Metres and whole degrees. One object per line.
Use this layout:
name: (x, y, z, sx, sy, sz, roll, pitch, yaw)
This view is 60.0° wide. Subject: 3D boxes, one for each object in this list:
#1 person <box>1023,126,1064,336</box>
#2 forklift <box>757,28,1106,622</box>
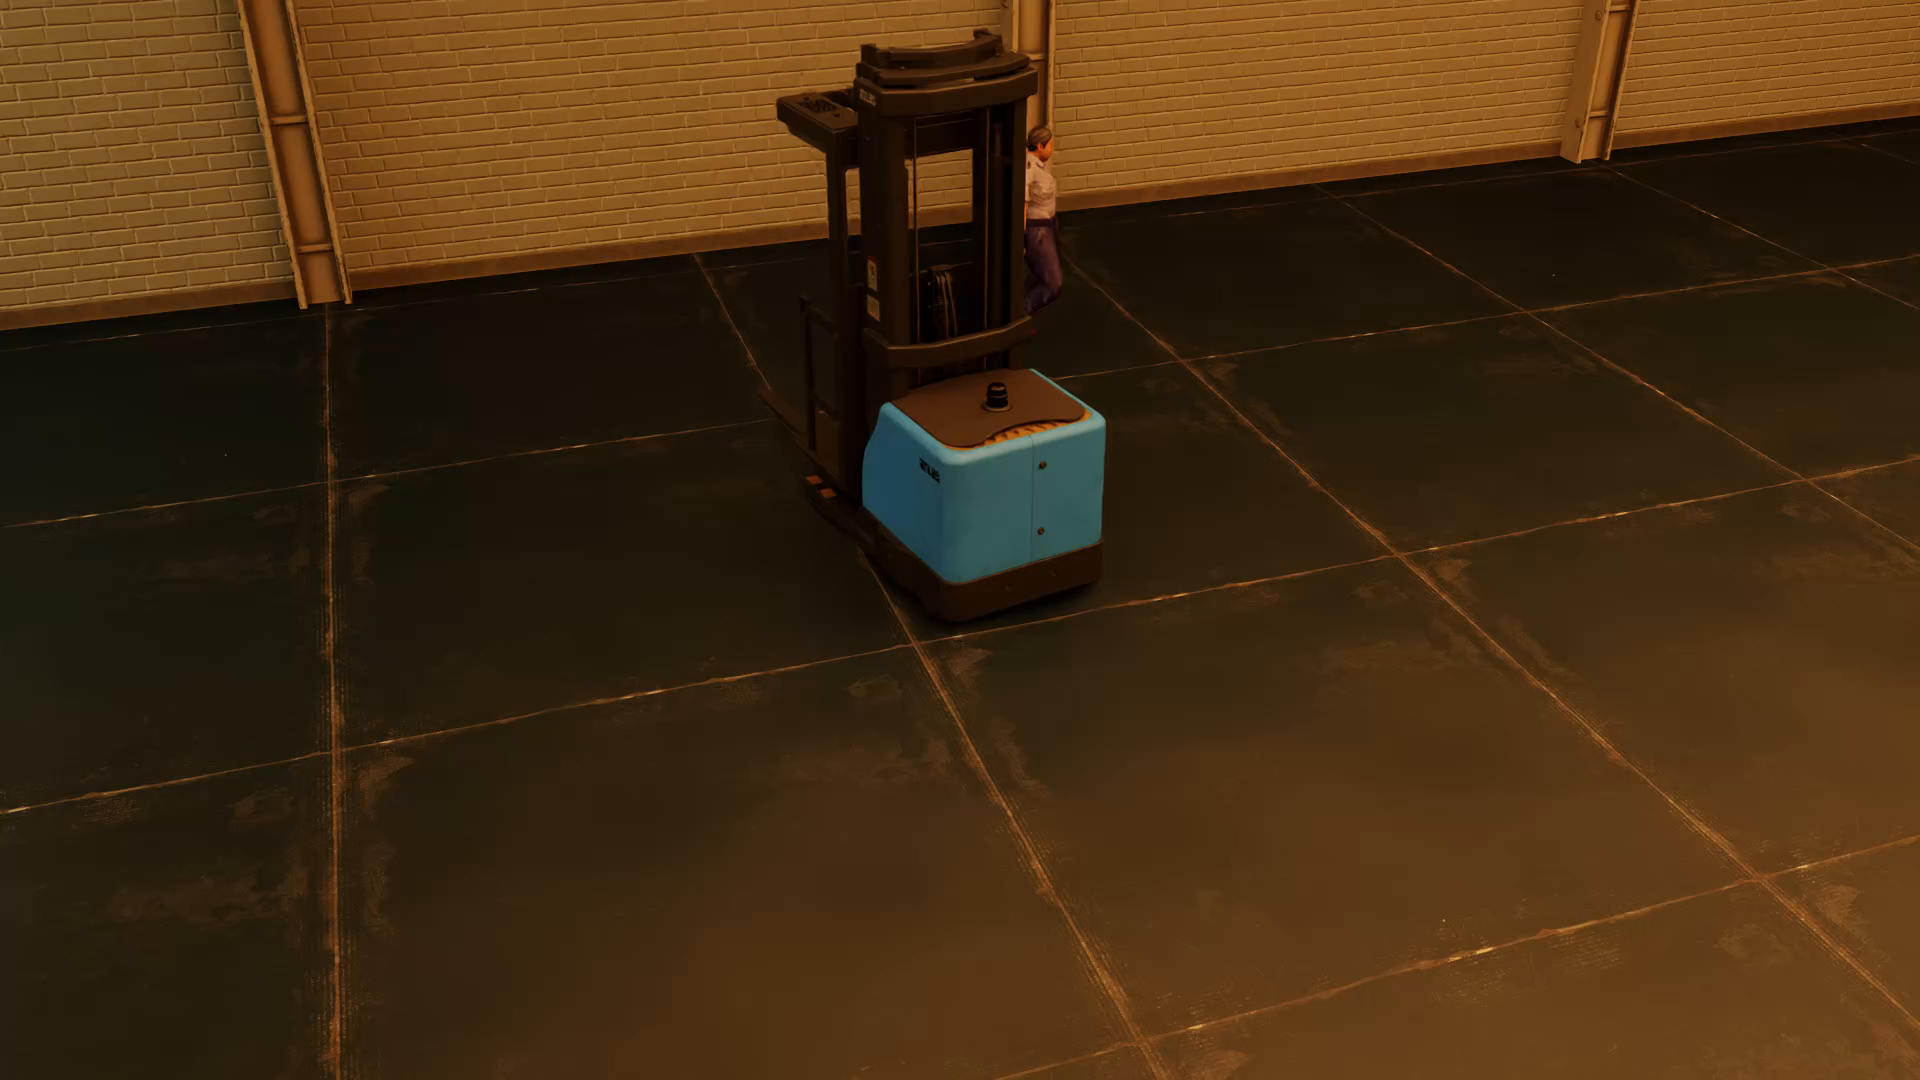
person: (0.586, -2.308, 12.492, 0.484, 1.565, 0.840, 7, 31, 11)
forklift: (-0.351, -1.527, 9.740, 1.130, 2.935, 3.031, -16, 33, -25)
